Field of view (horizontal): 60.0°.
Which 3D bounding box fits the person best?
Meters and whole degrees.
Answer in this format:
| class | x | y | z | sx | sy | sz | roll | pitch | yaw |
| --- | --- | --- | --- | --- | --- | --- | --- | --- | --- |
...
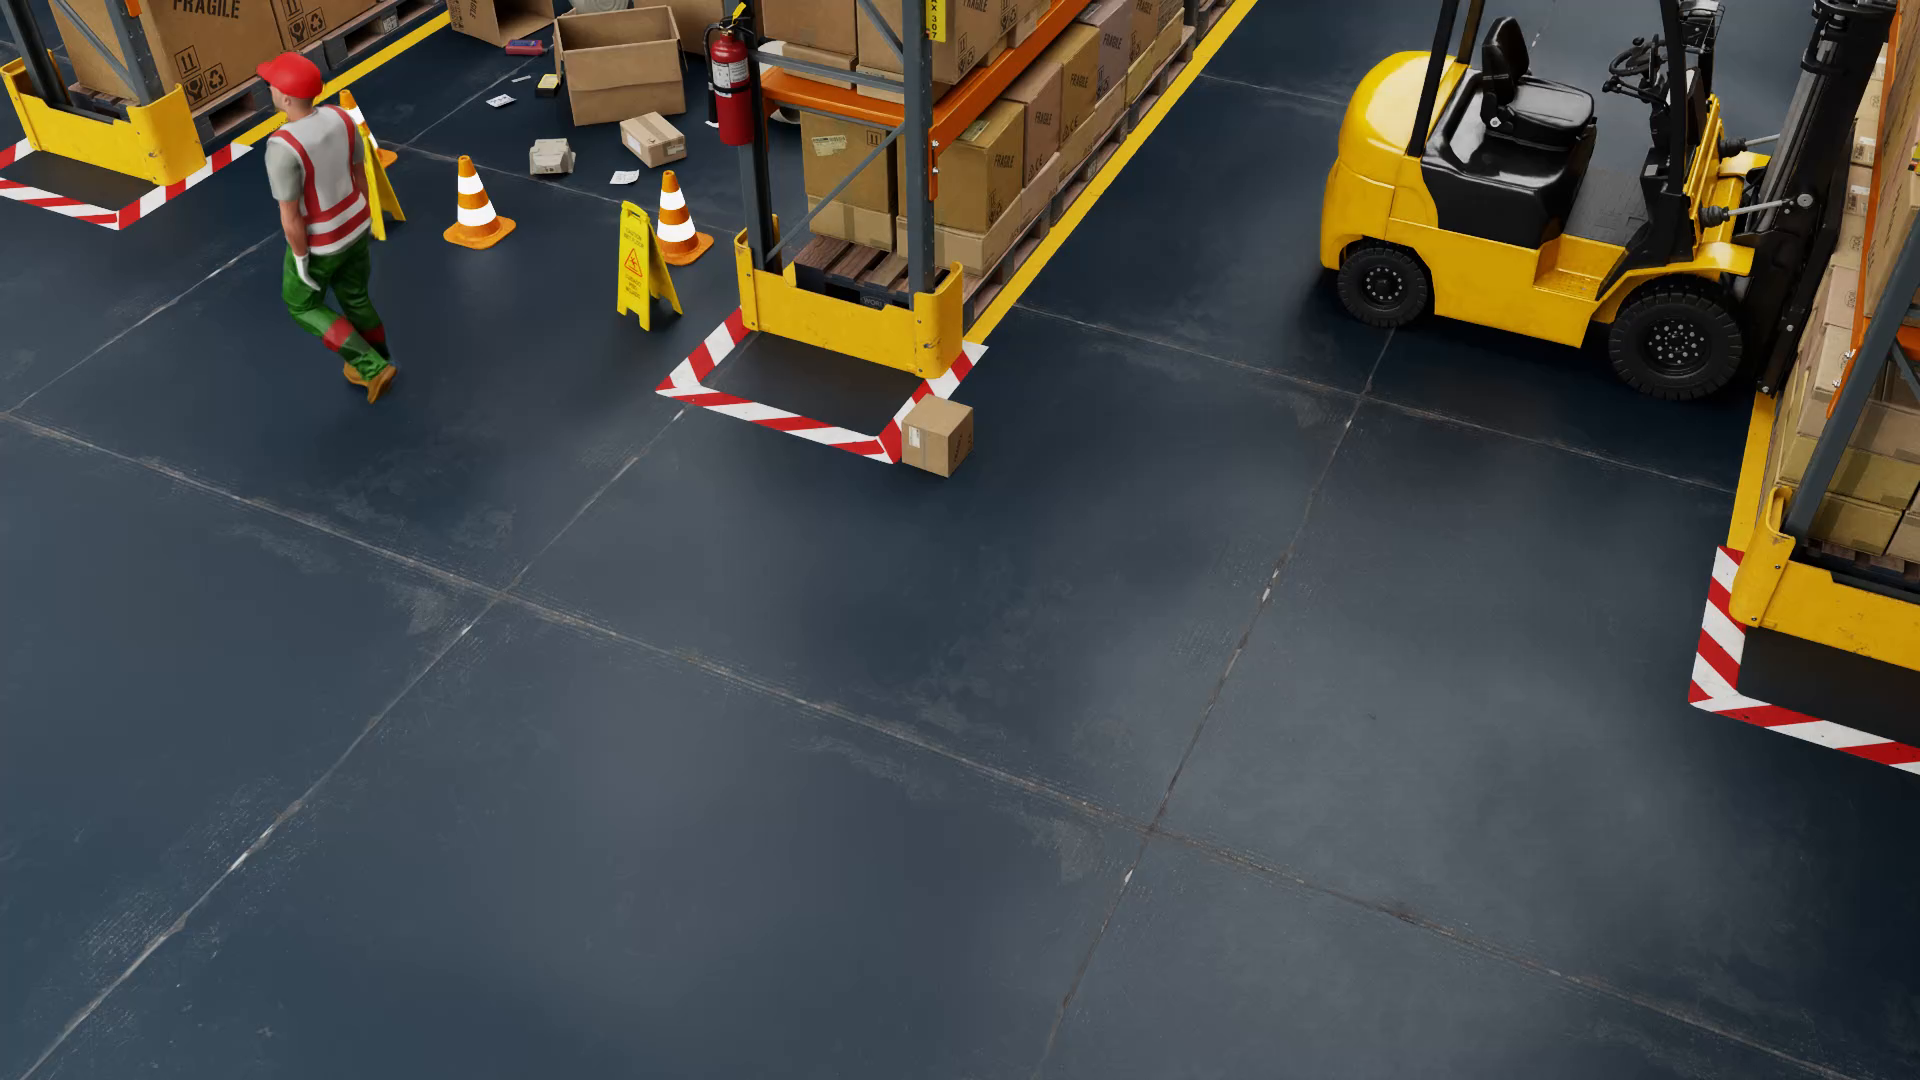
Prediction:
| class | x | y | z | sx | sy | sz | roll | pitch | yaw |
| --- | --- | --- | --- | --- | --- | --- | --- | --- | --- |
| person | -2.898 | -1.403 | 7.684 | 0.503 | 1.782 | 0.540 | 19 | 45 | 21 |
